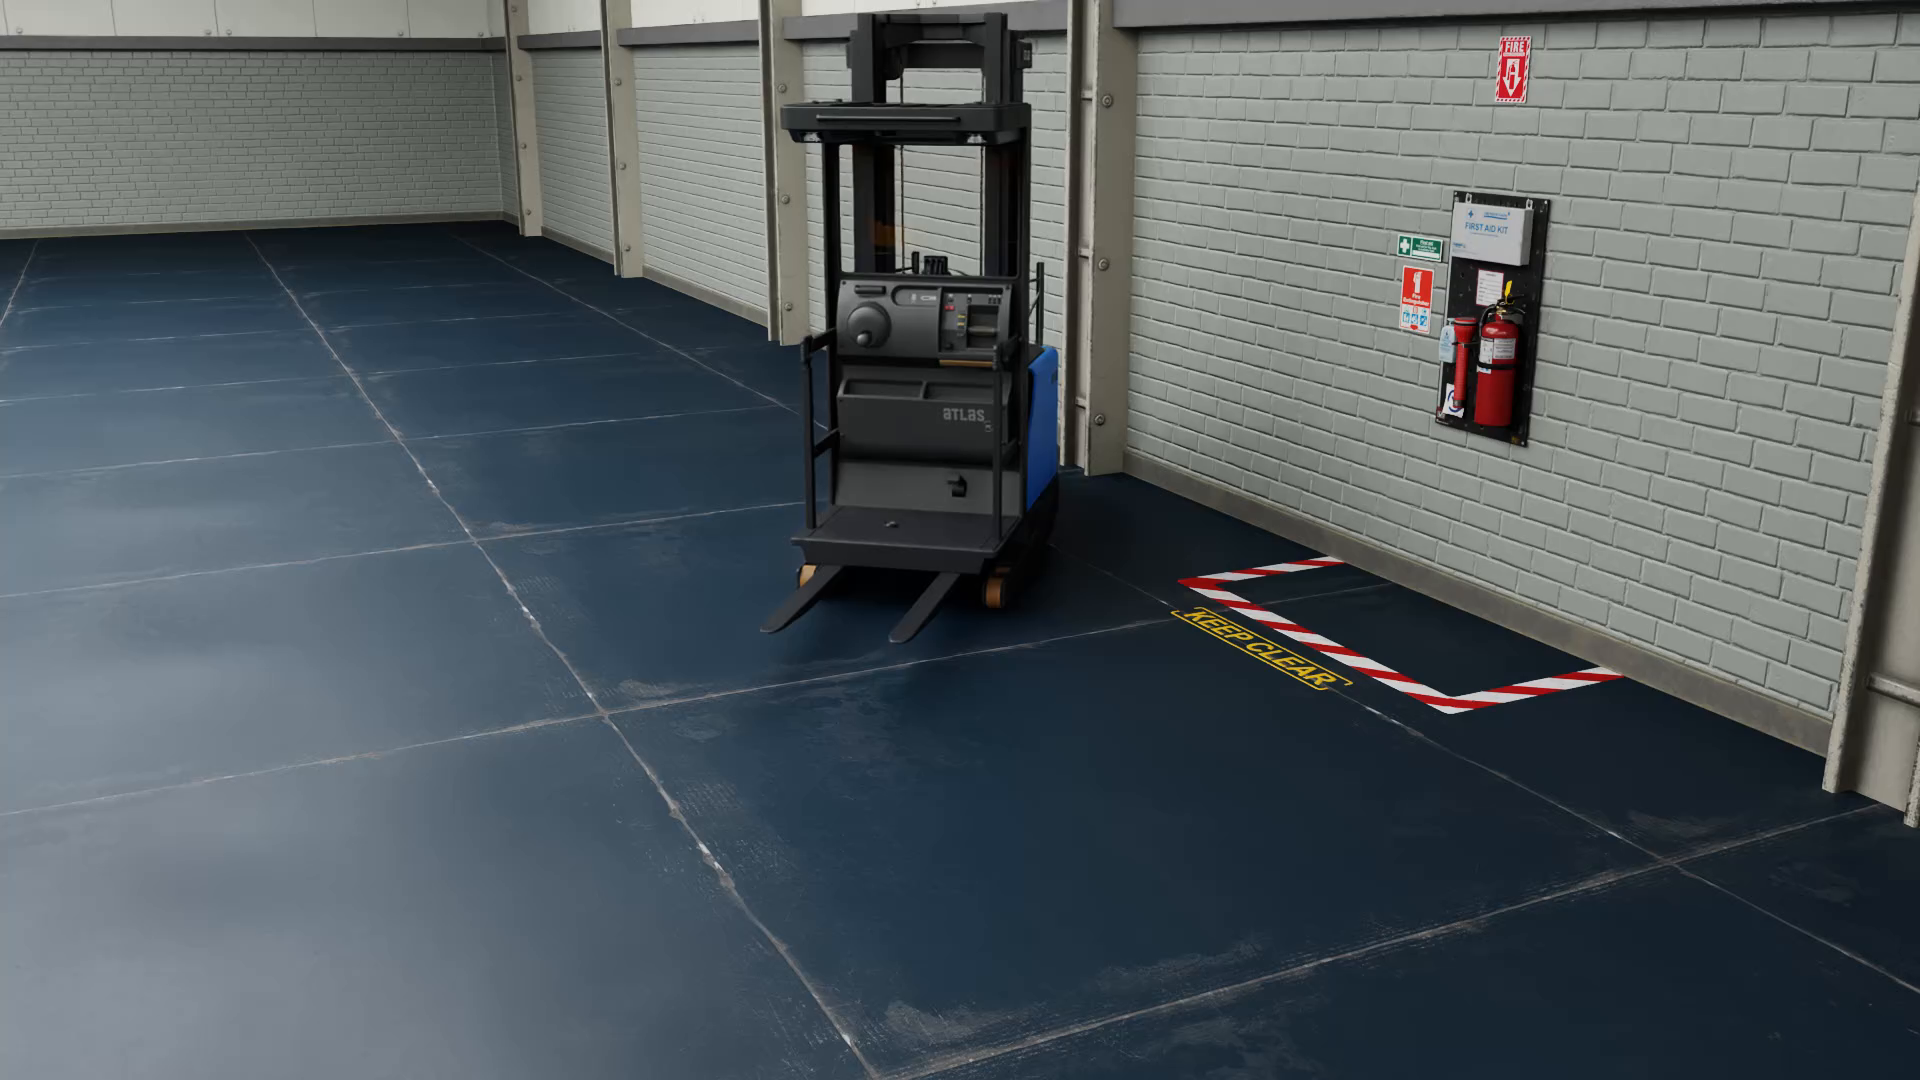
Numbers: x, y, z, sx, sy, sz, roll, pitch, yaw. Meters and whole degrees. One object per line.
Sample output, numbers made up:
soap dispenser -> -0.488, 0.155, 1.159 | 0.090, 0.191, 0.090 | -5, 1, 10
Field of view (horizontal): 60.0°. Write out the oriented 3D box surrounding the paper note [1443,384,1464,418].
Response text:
paper note -> 2.484, -0.701, 8.353 | 0.016, 0.148, 0.142 | -8, 18, -25

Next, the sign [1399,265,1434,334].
sign -> 2.350, -1.239, 8.565 | 0.001, 0.329, 0.234 | -8, 18, -25

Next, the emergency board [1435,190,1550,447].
emergency board -> 2.499, -1.072, 8.049 | 0.194, 1.169, 0.643 | -8, 18, -25

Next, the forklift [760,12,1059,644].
forklift -> -0.234, -1.167, 8.505 | 1.130, 2.935, 3.031 | 4, 16, 13

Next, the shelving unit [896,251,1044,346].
shelving unit -> -0.034, -1.039, 10.651 | 1.083, 1.500, 0.587 | 12, 20, 37

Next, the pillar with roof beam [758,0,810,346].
pillar with roof beam -> -5.579, -5.794, 13.626 | 9.100, 9.000, 0.400 | -8, 18, -25

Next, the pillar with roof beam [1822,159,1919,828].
pillar with roof beam -> -0.322, -2.818, 3.257 | 9.100, 9.000, 0.400 | -8, 18, -25

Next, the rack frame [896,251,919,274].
rack frame -> -0.438, -1.128, 10.962 | 0.032, 1.500, 0.500 | 12, 20, 37

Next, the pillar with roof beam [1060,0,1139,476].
pillar with roof beam -> -2.951, -4.306, 8.442 | 9.100, 9.000, 0.400 | -8, 18, -25

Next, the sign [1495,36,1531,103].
sign -> 2.585, -2.201, 7.778 | 0.001, 0.298, 0.199 | -8, 18, -25

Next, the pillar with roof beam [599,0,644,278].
pillar with roof beam -> -8.208, -7.282, 18.810 | 9.100, 9.000, 0.400 | -8, 18, -25

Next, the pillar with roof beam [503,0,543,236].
pillar with roof beam -> -10.837, -8.769, 23.995 | 9.100, 9.000, 0.400 | -8, 18, -25

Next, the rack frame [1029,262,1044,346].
rack frame -> 0.355, -0.952, 10.350 | 0.032, 1.500, 0.500 | 12, 20, 37

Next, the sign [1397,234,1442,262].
sign -> 2.344, -1.491, 8.485 | 0.001, 0.109, 0.331 | -8, 18, -25
